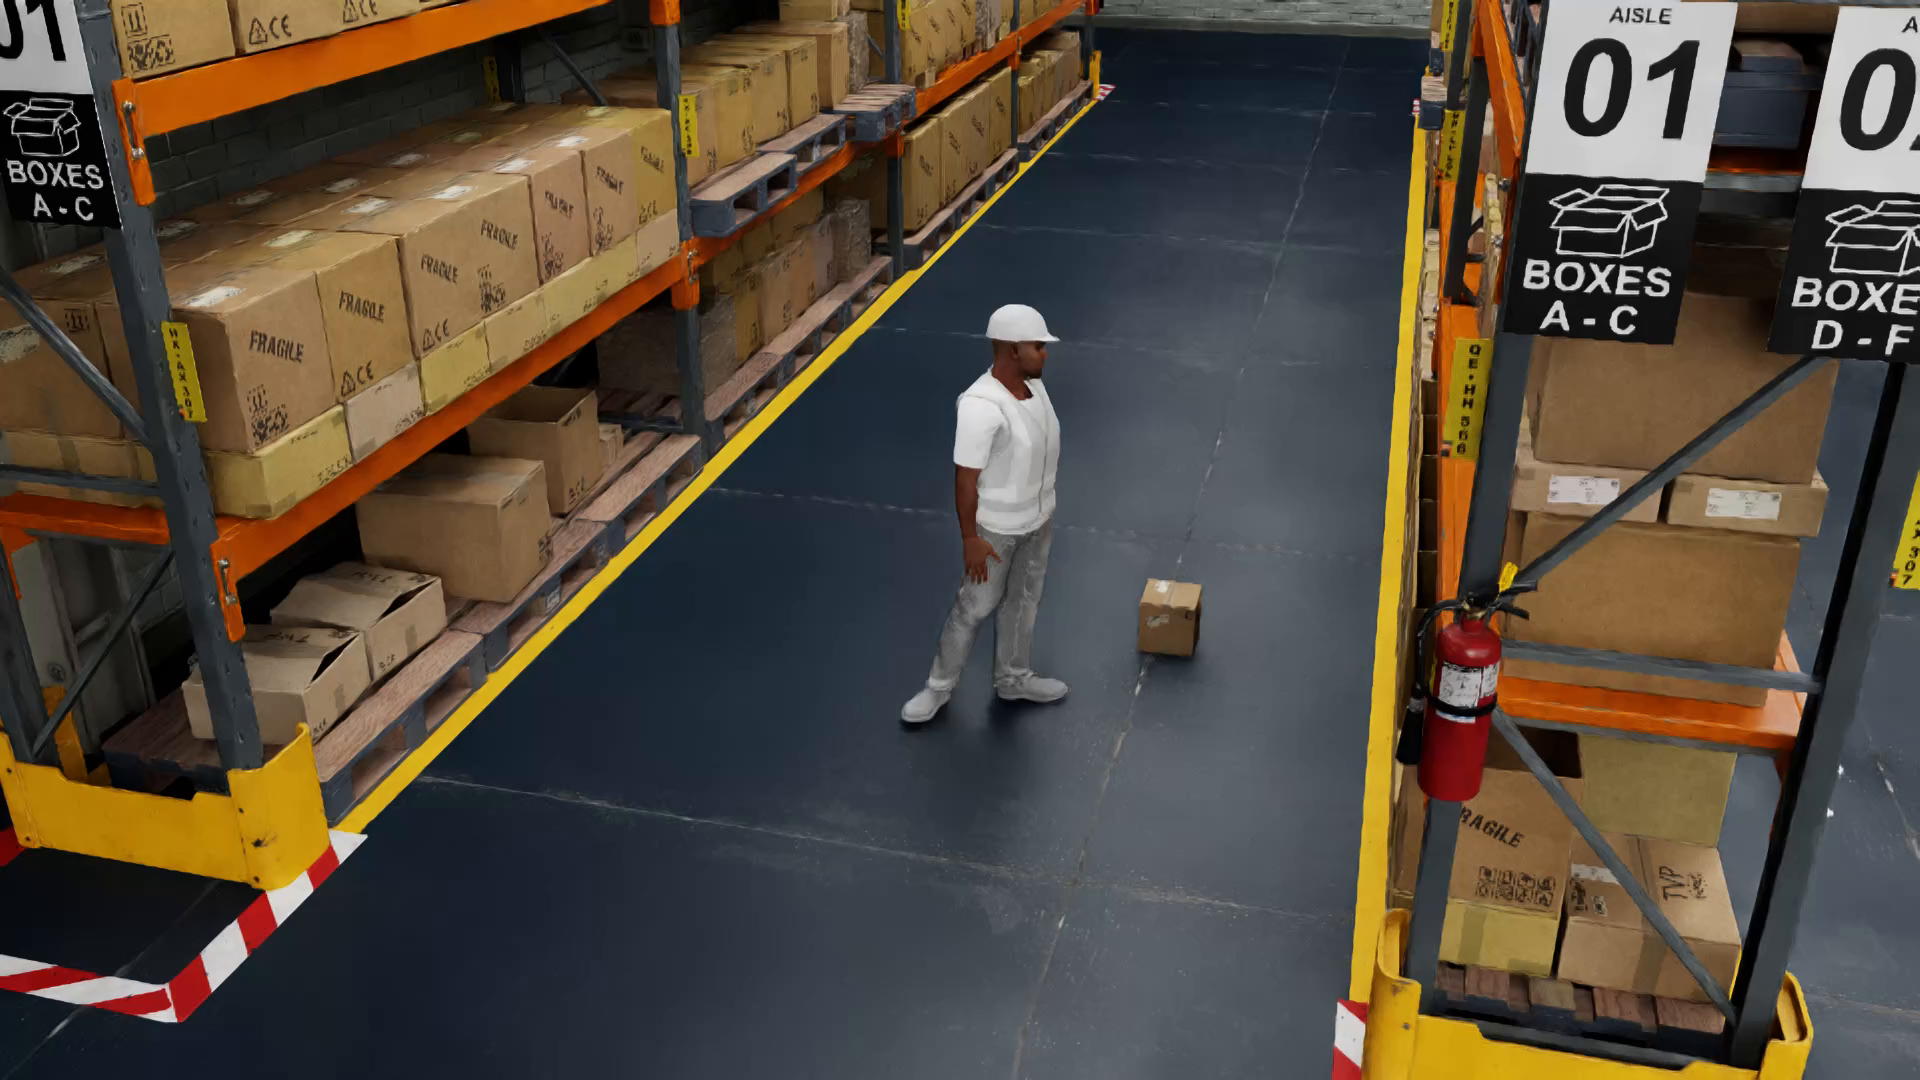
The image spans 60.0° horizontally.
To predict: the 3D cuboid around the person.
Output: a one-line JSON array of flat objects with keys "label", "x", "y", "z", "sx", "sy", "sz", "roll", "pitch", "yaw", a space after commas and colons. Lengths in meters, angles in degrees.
[{"label": "person", "x": 0.109, "y": -0.076, "z": 6.748, "sx": 0.474, "sy": 1.772, "sz": 0.706, "roll": 18, "pitch": 30, "yaw": 33}]
